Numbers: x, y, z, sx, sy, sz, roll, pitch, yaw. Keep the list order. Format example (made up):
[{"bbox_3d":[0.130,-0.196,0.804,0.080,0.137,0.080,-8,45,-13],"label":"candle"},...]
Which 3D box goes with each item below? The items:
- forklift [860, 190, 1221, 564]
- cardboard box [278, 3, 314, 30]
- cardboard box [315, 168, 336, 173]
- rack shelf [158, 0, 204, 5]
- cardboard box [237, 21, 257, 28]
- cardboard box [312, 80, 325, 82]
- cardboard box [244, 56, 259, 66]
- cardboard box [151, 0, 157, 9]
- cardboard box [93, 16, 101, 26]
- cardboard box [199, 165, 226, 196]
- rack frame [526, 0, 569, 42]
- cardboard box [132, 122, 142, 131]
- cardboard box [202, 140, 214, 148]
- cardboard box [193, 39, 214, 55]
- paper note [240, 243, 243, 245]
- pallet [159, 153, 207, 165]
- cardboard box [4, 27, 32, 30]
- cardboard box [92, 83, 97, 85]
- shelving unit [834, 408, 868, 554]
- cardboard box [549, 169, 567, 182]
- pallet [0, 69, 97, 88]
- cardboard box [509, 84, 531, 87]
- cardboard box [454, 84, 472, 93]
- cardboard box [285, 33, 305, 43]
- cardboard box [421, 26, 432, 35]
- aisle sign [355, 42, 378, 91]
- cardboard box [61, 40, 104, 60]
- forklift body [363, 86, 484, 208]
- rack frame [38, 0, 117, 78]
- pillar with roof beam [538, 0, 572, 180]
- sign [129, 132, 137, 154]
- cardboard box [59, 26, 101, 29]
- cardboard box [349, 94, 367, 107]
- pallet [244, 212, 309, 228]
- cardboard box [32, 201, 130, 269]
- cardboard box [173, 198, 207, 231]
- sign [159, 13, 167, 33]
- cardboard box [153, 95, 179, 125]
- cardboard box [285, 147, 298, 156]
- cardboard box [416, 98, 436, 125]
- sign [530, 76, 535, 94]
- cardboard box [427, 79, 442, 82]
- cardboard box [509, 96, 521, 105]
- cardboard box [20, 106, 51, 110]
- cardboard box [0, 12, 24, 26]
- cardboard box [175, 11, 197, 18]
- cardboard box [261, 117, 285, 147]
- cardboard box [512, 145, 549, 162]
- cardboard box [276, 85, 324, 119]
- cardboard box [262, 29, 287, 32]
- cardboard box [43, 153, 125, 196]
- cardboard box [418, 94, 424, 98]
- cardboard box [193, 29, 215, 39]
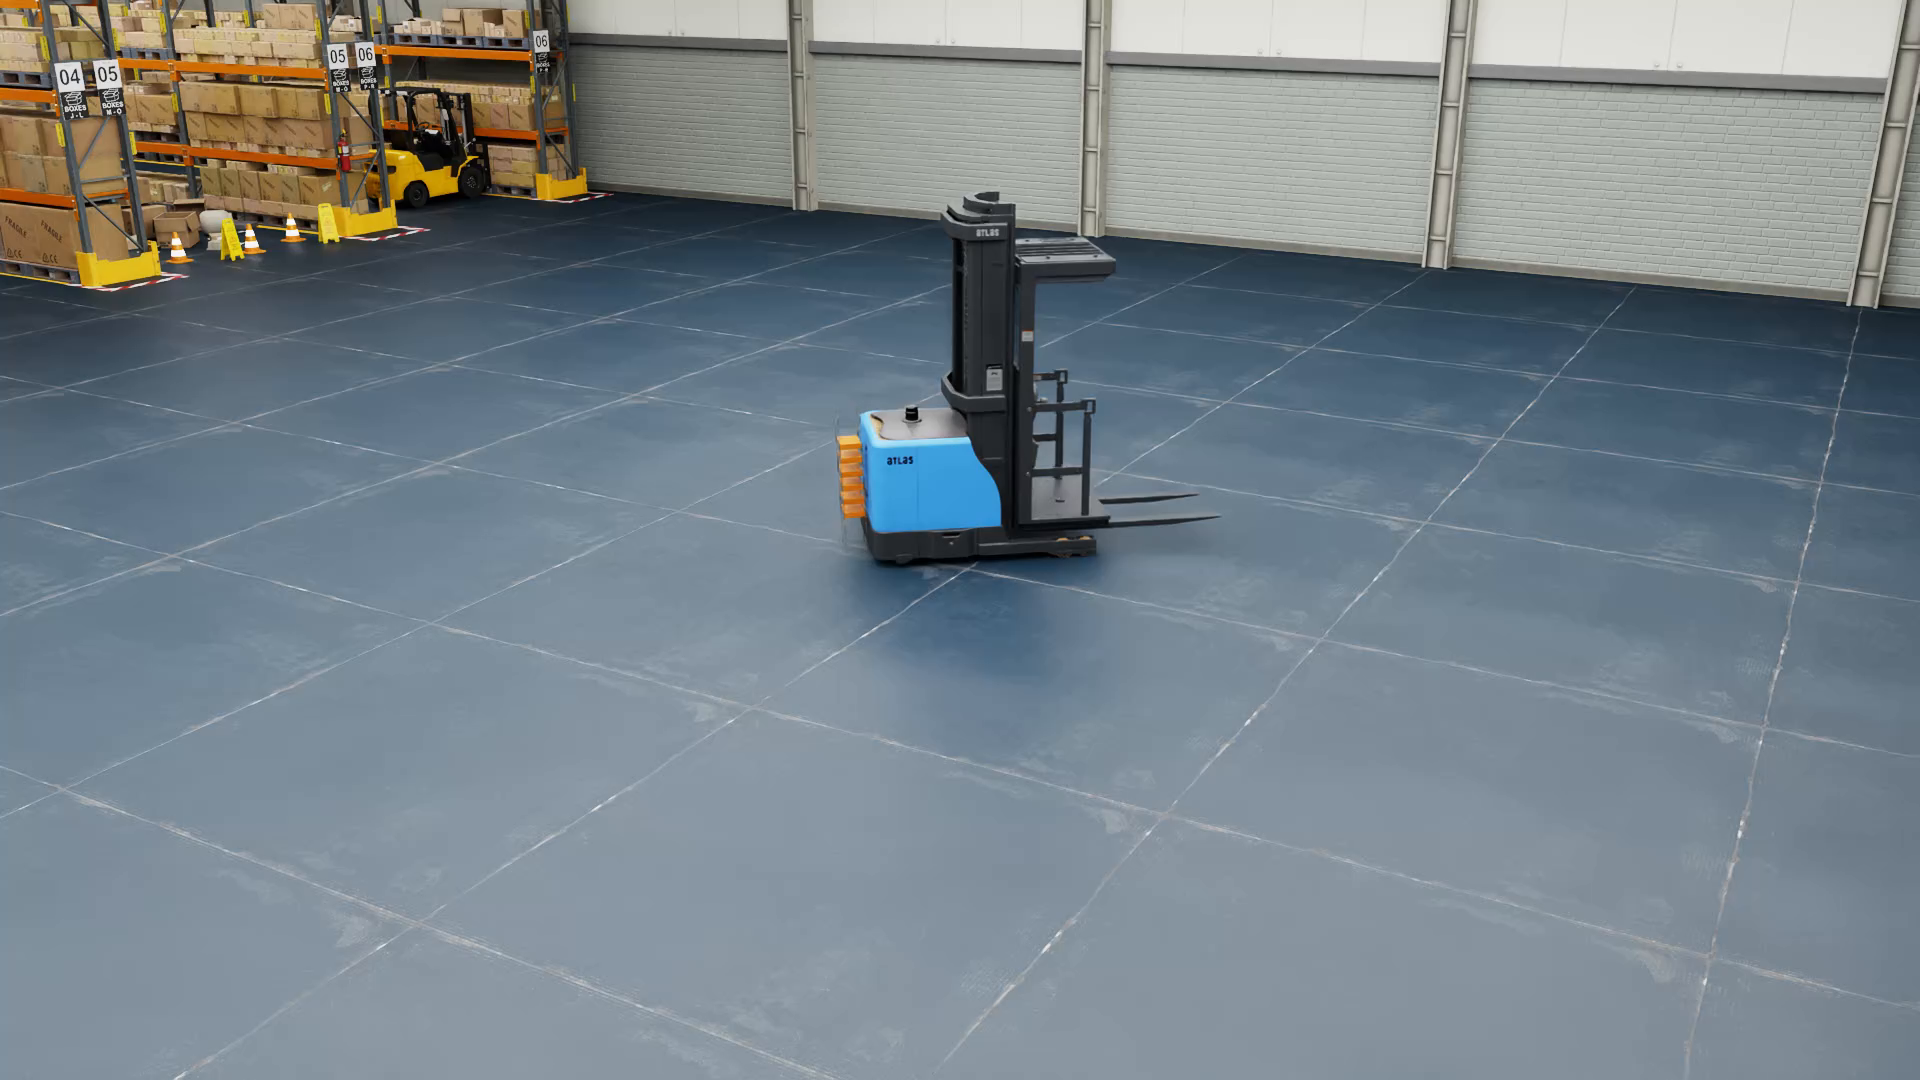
[{"bbox_3d":[0.699,-1.401,13.928,3.031,2.935,1.130,-3,20,-9],"label":"forklift"},{"bbox_3d":[-13.996,-11.127,35.332,0.500,0.500,0.700,10,22,26],"label":"cardboard box"},{"bbox_3d":[-11.481,-6.427,30.000,0.500,0.500,0.500,10,22,25],"label":"cardboard box"},{"bbox_3d":[-15.670,-10.155,30.806,4.000,0.370,1.077,11,23,27],"label":"rack shelf"},{"bbox_3d":[-15.426,-11.186,36.041,0.250,0.149,0.380,11,23,28],"label":"cardboard box"},{"bbox_3d":[-13.888,-9.939,36.267,0.250,0.149,0.380,10,22,26],"label":"cardboard box"},{"bbox_3d":[-12.243,-8.374,29.020,0.250,0.149,0.380,10,22,27],"label":"cardboard box"},{"bbox_3d":[-18.190,-12.178,37.701,0.258,0.266,0.396,10,22,27],"label":"cardboard box"},{"bbox_3d":[-19.493,-11.906,38.173,0.500,0.250,0.500,10,22,25],"label":"cardboard box"},{"bbox_3d":[-13.541,-6.608,30.498,0.500,0.500,0.500,12,23,30],"label":"cardboard box"},{"bbox_3d":[-8.015,-11.162,31.940,0.127,3.000,1.000,11,23,27],"label":"rack frame"},{"bbox_3d":[-15.196,-7.734,31.040,0.250,0.149,0.380,11,23,28],"label":"cardboard box"},{"bbox_3d":[-13.560,-7.236,30.283,0.250,0.149,0.380,12,23,29],"label":"cardboard box"},{"bbox_3d":[-13.219,-8.770,29.529,0.500,0.250,0.500,11,22,27],"label":"cardboard box"},{"bbox_3d":[-12.228,-5.032,28.193,0.142,0.019,0.148,3,20,9],"label":"paper note"},{"bbox_3d":[-17.762,-8.902,38.598,1.213,0.211,1.003,11,23,27],"label":"pallet"},{"bbox_3d":[-14.227,-7.689,25.200,0.250,0.149,0.380,11,23,28],"label":"cardboard box"},{"bbox_3d":[-19.928,-10.585,38.929,0.500,0.250,0.500,11,22,27],"label":"cardboard box"},{"bbox_3d":[-0.913,-0.495,13.961,0.189,1.200,0.258,-6,21,-10],"label":"shelving unit"},{"bbox_3d":[-8.348,-7.386,33.746,0.500,0.250,0.500,11,23,28],"label":"cardboard box"},{"bbox_3d":[-13.411,-6.862,24.614,1.213,0.211,1.003,11,23,27],"label":"pallet"},{"bbox_3d":[-8.862,-9.092,33.496,0.250,0.149,0.380,11,23,28],"label":"cardboard box"},{"bbox_3d":[-9.984,-9.131,33.603,0.250,0.149,0.380,11,23,28],"label":"cardboard box"},{"bbox_3d":[-11.309,-8.590,28.447,0.250,0.149,0.380,11,22,27],"label":"cardboard box"},{"bbox_3d":[-10.592,-10.251,33.432,0.250,0.149,0.380,12,23,29],"label":"cardboard box"},{"bbox_3d":[-10.227,-8.168,28.670,0.004,0.787,0.394,11,23,27],"label":"aisle sign"},{"bbox_3d":[-13.054,-7.254,24.585,0.500,0.250,0.500,11,23,27],"label":"cardboard box"},{"bbox_3d":[-10.560,-7.715,32.480,1.214,2.155,2.313,11,23,27],"label":"forklift body"},{"bbox_3d":[-12.758,-8.193,23.756,0.127,3.000,1.000,11,23,27],"label":"rack frame"},{"bbox_3d":[-10.282,-10.264,29.466,0.400,9.000,9.100,11,23,27],"label":"pillar with roof beam"},{"bbox_3d":[-12.482,-5.981,25.070,0.005,0.325,0.100,11,23,27],"label":"sign"},{"bbox_3d":[-16.594,-9.490,31.584,0.500,0.500,0.700,11,23,27],"label":"cardboard box"},{"bbox_3d":[-12.513,-9.260,34.982,0.500,0.250,0.500,10,22,26],"label":"cardboard box"},{"bbox_3d":[-12.251,-5.914,30.359,1.213,0.211,1.003,11,23,27],"label":"pallet"},{"bbox_3d":[-13.382,-4.665,25.326,0.875,0.875,0.875,11,23,28],"label":"cardboard box"},{"bbox_3d":[-13.652,-5.771,29.539,0.500,0.500,0.500,-7,21,-20],"label":"cardboard box"},{"bbox_3d":[-14.192,-9.201,29.597,0.005,0.325,0.100,11,23,27],"label":"sign"},{"bbox_3d":[-14.439,-7.921,30.605,0.500,0.500,0.500,10,22,26],"label":"cardboard box"},{"bbox_3d":[-11.591,-6.836,29.179,0.250,0.149,0.380,11,23,28],"label":"cardboard box"},{"bbox_3d":[-10.784,-8.821,34.137,0.500,0.500,0.500,11,23,28],"label":"cardboard box"},{"bbox_3d":[-8.291,-8.838,32.286,0.005,0.325,0.100,11,23,27],"label":"sign"},{"bbox_3d":[-10.882,-9.482,34.571,0.250,0.149,0.380,10,22,26],"label":"cardboard box"},{"bbox_3d":[-8.692,-8.702,32.857,0.250,0.149,0.380,11,23,28],"label":"cardboard box"},{"bbox_3d":[-17.963,-8.363,32.509,0.500,0.250,0.500,11,23,27],"label":"cardboard box"},{"bbox_3d":[-18.373,-9.956,32.253,0.500,0.500,0.700,10,22,25],"label":"cardboard box"},{"bbox_3d":[-17.071,-11.595,36.701,0.250,0.149,0.380,11,23,28],"label":"cardboard box"},{"bbox_3d":[-11.910,-7.227,29.308,0.500,0.500,0.500,11,23,27],"label":"cardboard box"},{"bbox_3d":[-8.569,-7.700,33.145,0.500,0.250,0.500,12,23,29],"label":"cardboard box"},{"bbox_3d":[-11.423,-7.627,28.942,0.500,0.500,0.700,11,23,28],"label":"cardboard box"},{"bbox_3d":[-12.141,-8.978,29.518,0.250,0.149,0.380,11,23,28],"label":"cardboard box"},{"bbox_3d":[-13.104,-5.492,24.886,0.550,0.550,0.875,11,23,27],"label":"cardboard box"},{"bbox_3d":[-10.889,-9.150,34.093,0.250,0.149,0.380,11,23,27],"label":"cardboard box"},{"bbox_3d":[-13.341,-8.965,29.480,0.250,0.149,0.380,10,22,26],"label":"cardboard box"}]
